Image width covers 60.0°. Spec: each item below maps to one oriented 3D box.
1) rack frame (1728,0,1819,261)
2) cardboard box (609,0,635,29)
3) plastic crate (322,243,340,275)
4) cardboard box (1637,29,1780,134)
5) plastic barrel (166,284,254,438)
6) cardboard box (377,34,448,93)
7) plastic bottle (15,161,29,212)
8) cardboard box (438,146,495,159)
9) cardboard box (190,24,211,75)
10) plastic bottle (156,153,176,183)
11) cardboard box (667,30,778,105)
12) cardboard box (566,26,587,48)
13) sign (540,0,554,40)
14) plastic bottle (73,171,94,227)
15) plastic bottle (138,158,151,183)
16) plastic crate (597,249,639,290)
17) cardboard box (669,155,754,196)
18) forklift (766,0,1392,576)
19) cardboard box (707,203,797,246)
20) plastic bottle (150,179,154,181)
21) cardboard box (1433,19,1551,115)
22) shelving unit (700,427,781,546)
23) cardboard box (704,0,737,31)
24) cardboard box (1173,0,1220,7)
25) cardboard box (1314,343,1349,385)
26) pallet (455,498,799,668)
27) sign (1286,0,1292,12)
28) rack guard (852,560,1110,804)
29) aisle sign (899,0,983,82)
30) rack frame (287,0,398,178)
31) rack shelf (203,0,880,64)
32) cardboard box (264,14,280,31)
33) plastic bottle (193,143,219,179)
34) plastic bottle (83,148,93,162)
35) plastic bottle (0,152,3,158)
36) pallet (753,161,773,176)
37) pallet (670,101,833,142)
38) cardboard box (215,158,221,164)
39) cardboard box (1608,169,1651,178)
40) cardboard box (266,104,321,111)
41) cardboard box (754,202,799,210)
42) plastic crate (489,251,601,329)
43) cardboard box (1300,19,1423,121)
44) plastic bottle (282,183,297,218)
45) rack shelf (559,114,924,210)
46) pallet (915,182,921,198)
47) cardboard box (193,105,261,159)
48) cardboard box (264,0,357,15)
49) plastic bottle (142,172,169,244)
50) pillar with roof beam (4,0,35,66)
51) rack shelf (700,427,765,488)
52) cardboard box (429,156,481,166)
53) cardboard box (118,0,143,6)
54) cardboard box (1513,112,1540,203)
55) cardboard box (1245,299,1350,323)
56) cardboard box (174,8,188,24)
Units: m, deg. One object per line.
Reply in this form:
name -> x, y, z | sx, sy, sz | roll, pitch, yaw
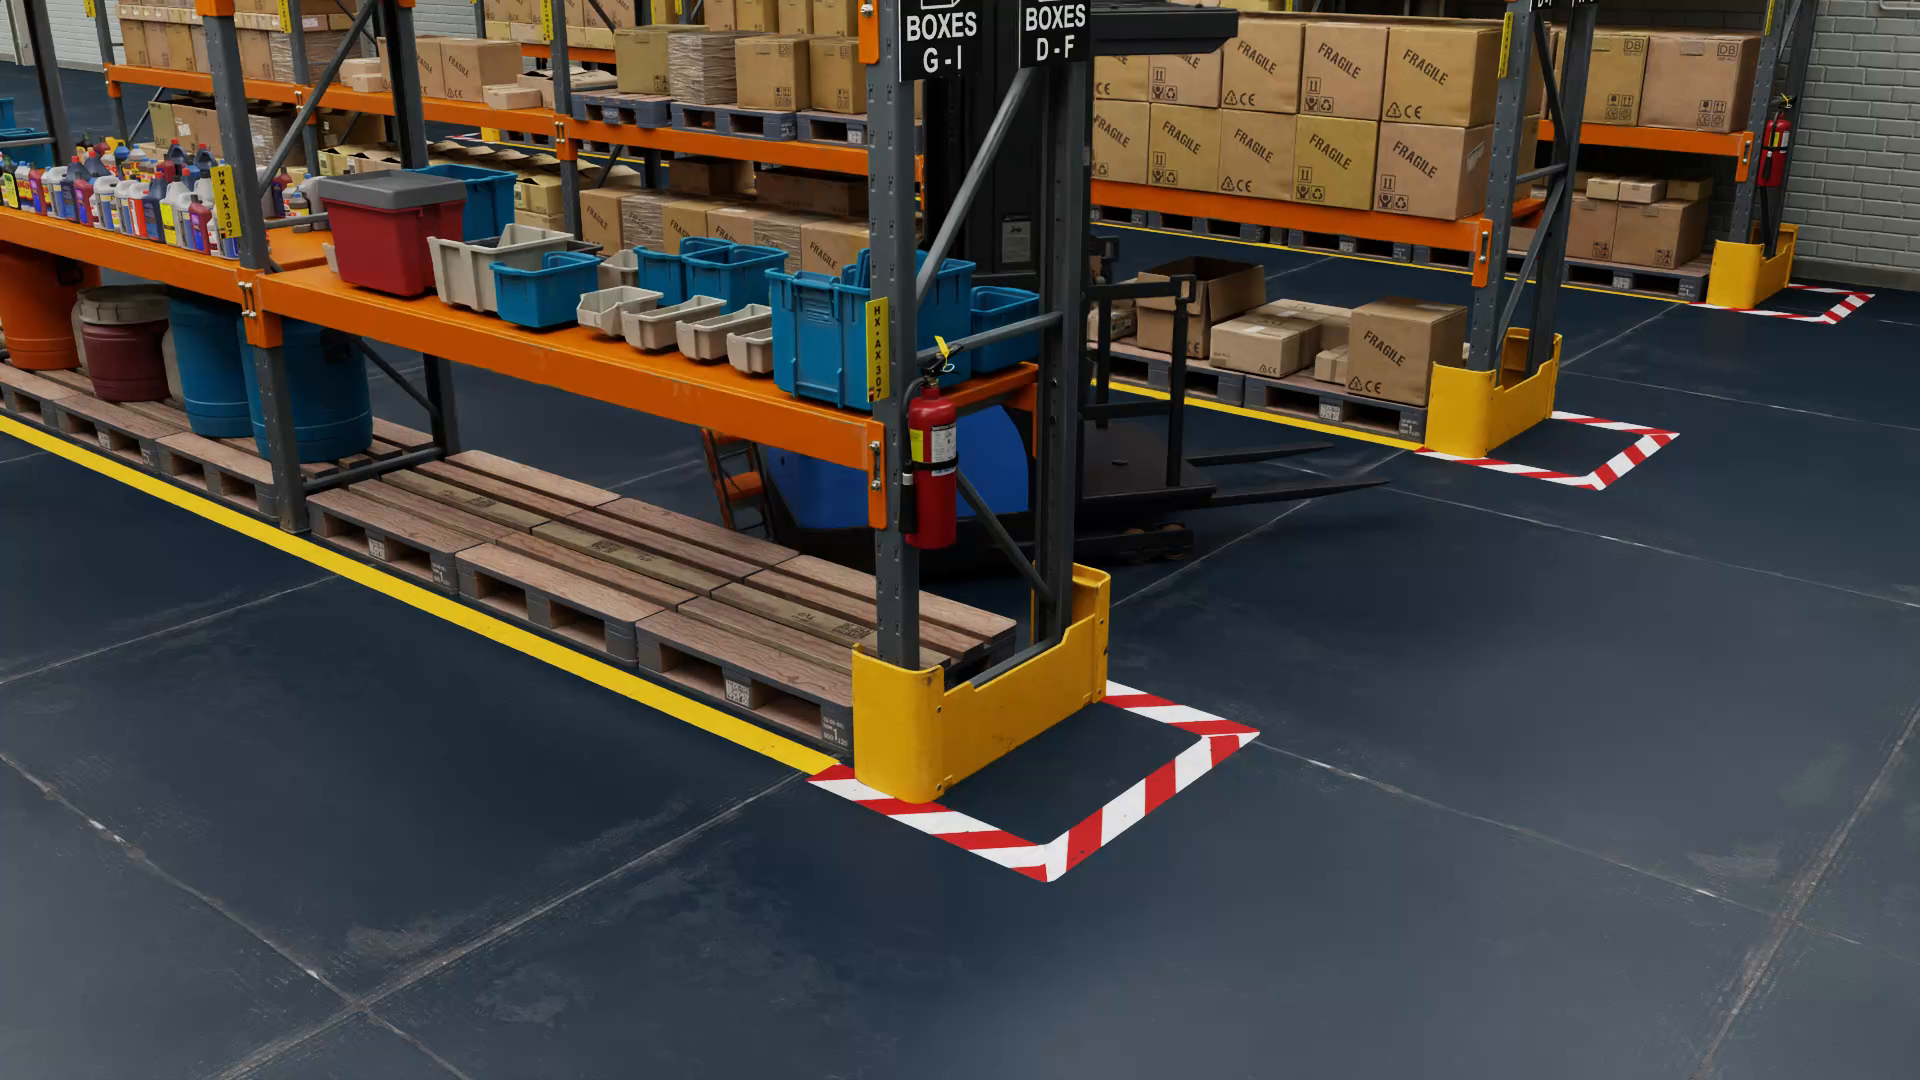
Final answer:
rack frame -> 6.338, -3.389, 12.903 | 0.127, 3.000, 1.000 | 16, 26, 36
cardboard box -> -3.910, -6.487, 20.240 | 0.500, 0.500, 0.500 | 16, 26, 36
plastic crate -> -2.754, -1.335, 7.745 | 0.243, 0.136, 0.396 | 16, 26, 36
cardboard box -> 5.937, -3.640, 13.145 | 0.700, 0.700, 0.980 | 18, 27, 39
plastic barrel -> -3.984, -1.072, 9.138 | 0.708, 0.901, 0.600 | 16, 26, 36
cardboard box -> -5.095, -4.465, 15.614 | 0.500, 0.500, 0.500 | 18, 27, 40
plastic bottle -> -5.280, -2.003, 9.410 | 0.097, 0.271, 0.097 | 0, 21, 0
cardboard box -> -4.800, -3.645, 16.090 | 0.500, 0.311, 0.500 | 16, 26, 36
cardboard box -> -7.632, -5.198, 17.559 | 0.500, 0.500, 0.700 | 17, 27, 38
plastic bottle -> -4.603, -2.102, 9.655 | 0.133, 0.283, 0.061 | 16, 26, 36
cardboard box -> -1.842, -3.696, 12.981 | 0.700, 0.500, 0.500 | -16, 26, -37
cardboard box -> -4.687, -6.361, 20.970 | 0.500, 0.250, 0.500 | 16, 26, 37
sign -> -3.337, -4.208, 13.435 | 0.005, 0.325, 0.100 | 16, 26, 36
plastic bottle -> -4.700, -1.833, 8.943 | 0.133, 0.283, 0.061 | 16, 26, 36
plastic bottle -> -4.907, -2.208, 10.054 | 0.097, 0.201, 0.097 | 0, 21, 0
plastic crate -> -1.485, -1.171, 7.312 | 0.466, 0.136, 0.293 | 16, 26, 36
cardboard box -> -2.069, -3.050, 13.861 | 0.500, 0.250, 0.500 | 17, 27, 38
forklift -> 0.616, -1.431, 7.809 | 3.031, 2.935, 1.130 | -6, 21, -14
cardboard box -> -1.615, -2.332, 13.019 | 0.500, 0.500, 0.500 | 15, 25, 35
plastic bottle -> -4.248, -1.775, 8.806 | 0.097, 0.271, 0.097 | 0, 21, 0
cardboard box -> 3.032, -2.720, 9.570 | 0.500, 0.500, 0.500 | 17, 27, 38
shelving unit -> -1.063, -0.427, 7.723 | 0.215, 1.050, 0.252 | -17, 23, -14
cardboard box -> -2.586, -6.196, 19.582 | 0.500, 0.500, 0.700 | 16, 26, 36
cardboard box -> 2.326, -4.978, 15.464 | 0.500, 0.250, 0.500 | 17, 26, 37
cardboard box -> 2.375, -1.083, 10.181 | 0.250, 0.166, 0.380 | 16, 26, 36
pallet -> -1.481, 0.157, 7.452 | 1.213, 0.211, 1.003 | 16, 26, 36
sign -> 2.904, -4.635, 14.681 | 0.005, 0.325, 0.100 | 16, 26, 36
rack guard -> 0.101, 0.491, 6.158 | 0.348, 0.500, 1.175 | 16, 26, 36
aisle sign -> -0.055, -1.801, 5.008 | 0.004, 0.787, 0.394 | 16, 26, 36
rack frame -> -6.088, -4.711, 16.410 | 0.127, 3.000, 1.000 | 16, 26, 36
rack shelf -> -1.475, -2.194, 6.503 | 4.000, 0.370, 1.077 | 16, 26, 36
cardboard box -> -6.624, -5.119, 16.431 | 0.250, 0.149, 0.380 | 15, 26, 35
plastic bottle -> -4.311, -2.096, 9.545 | 0.185, 0.351, 0.144 | 16, 26, 36
plastic bottle -> -5.463, -2.368, 10.478 | 0.097, 0.201, 0.097 | 0, 21, 0
plastic bottle -> -5.896, -2.264, 10.097 | 0.135, 0.276, 0.152 | 16, 26, 36
pallet -> -2.354, -4.588, 20.036 | 1.213, 0.211, 1.003 | 16, 26, 36
pallet -> -1.479, -3.296, 12.930 | 1.213, 0.211, 1.003 | 16, 26, 36
cardboard box -> -7.751, -3.998, 17.820 | 0.500, 0.250, 0.500 | 16, 26, 36
cardboard box -> 5.563, -2.988, 13.868 | 0.250, 0.149, 0.380 | 16, 26, 36
cardboard box -> -7.024, -4.384, 17.781 | 0.500, 0.500, 0.500 | 16, 26, 36
cardboard box -> -1.304, -2.480, 13.411 | 0.500, 0.500, 0.500 | 15, 25, 34
plastic crate -> -1.679, -1.018, 6.770 | 0.300, 0.233, 0.416 | 16, 26, 36
cardboard box -> 2.299, -2.685, 9.479 | 0.500, 0.500, 0.500 | 17, 26, 38
plastic bottle -> -3.649, -1.846, 9.094 | 0.097, 0.201, 0.097 | 0, 21, 0
rack shelf -> -1.439, -3.036, 12.987 | 4.000, 0.370, 1.077 | 16, 26, 36
pallet -> -0.464, -4.044, 18.592 | 1.213, 0.211, 1.003 | 16, 26, 36
cardboard box -> -7.751, -4.348, 17.687 | 0.500, 0.500, 0.500 | 16, 26, 36
cardboard box -> -6.435, -5.462, 16.421 | 0.500, 0.500, 0.700 | 16, 26, 37
plastic bottle -> -4.087, -1.707, 8.513 | 0.185, 0.351, 0.144 | 16, 26, 36
pillar with roof beam -> -21.635, -12.685, 29.052 | 0.400, 9.000, 9.100 | 16, 26, 36
rack shelf -> -1.061, -0.417, 7.727 | 0.215, 0.259, 0.240 | -17, 23, -14
cardboard box -> -4.733, -3.380, 15.388 | 0.500, 0.311, 0.500 | 17, 26, 38
cardboard box -> -8.792, -6.138, 18.213 | 0.500, 0.500, 0.700 | 16, 26, 36
cardboard box -> 3.032, -2.252, 9.746 | 0.500, 0.500, 0.500 | 17, 26, 37
cardboard box -> 2.193, -1.375, 10.837 | 0.500, 0.250, 0.500 | 16, 26, 36
cardboard box -> -8.020, -5.521, 17.496 | 0.250, 0.149, 0.380 | 16, 26, 36
